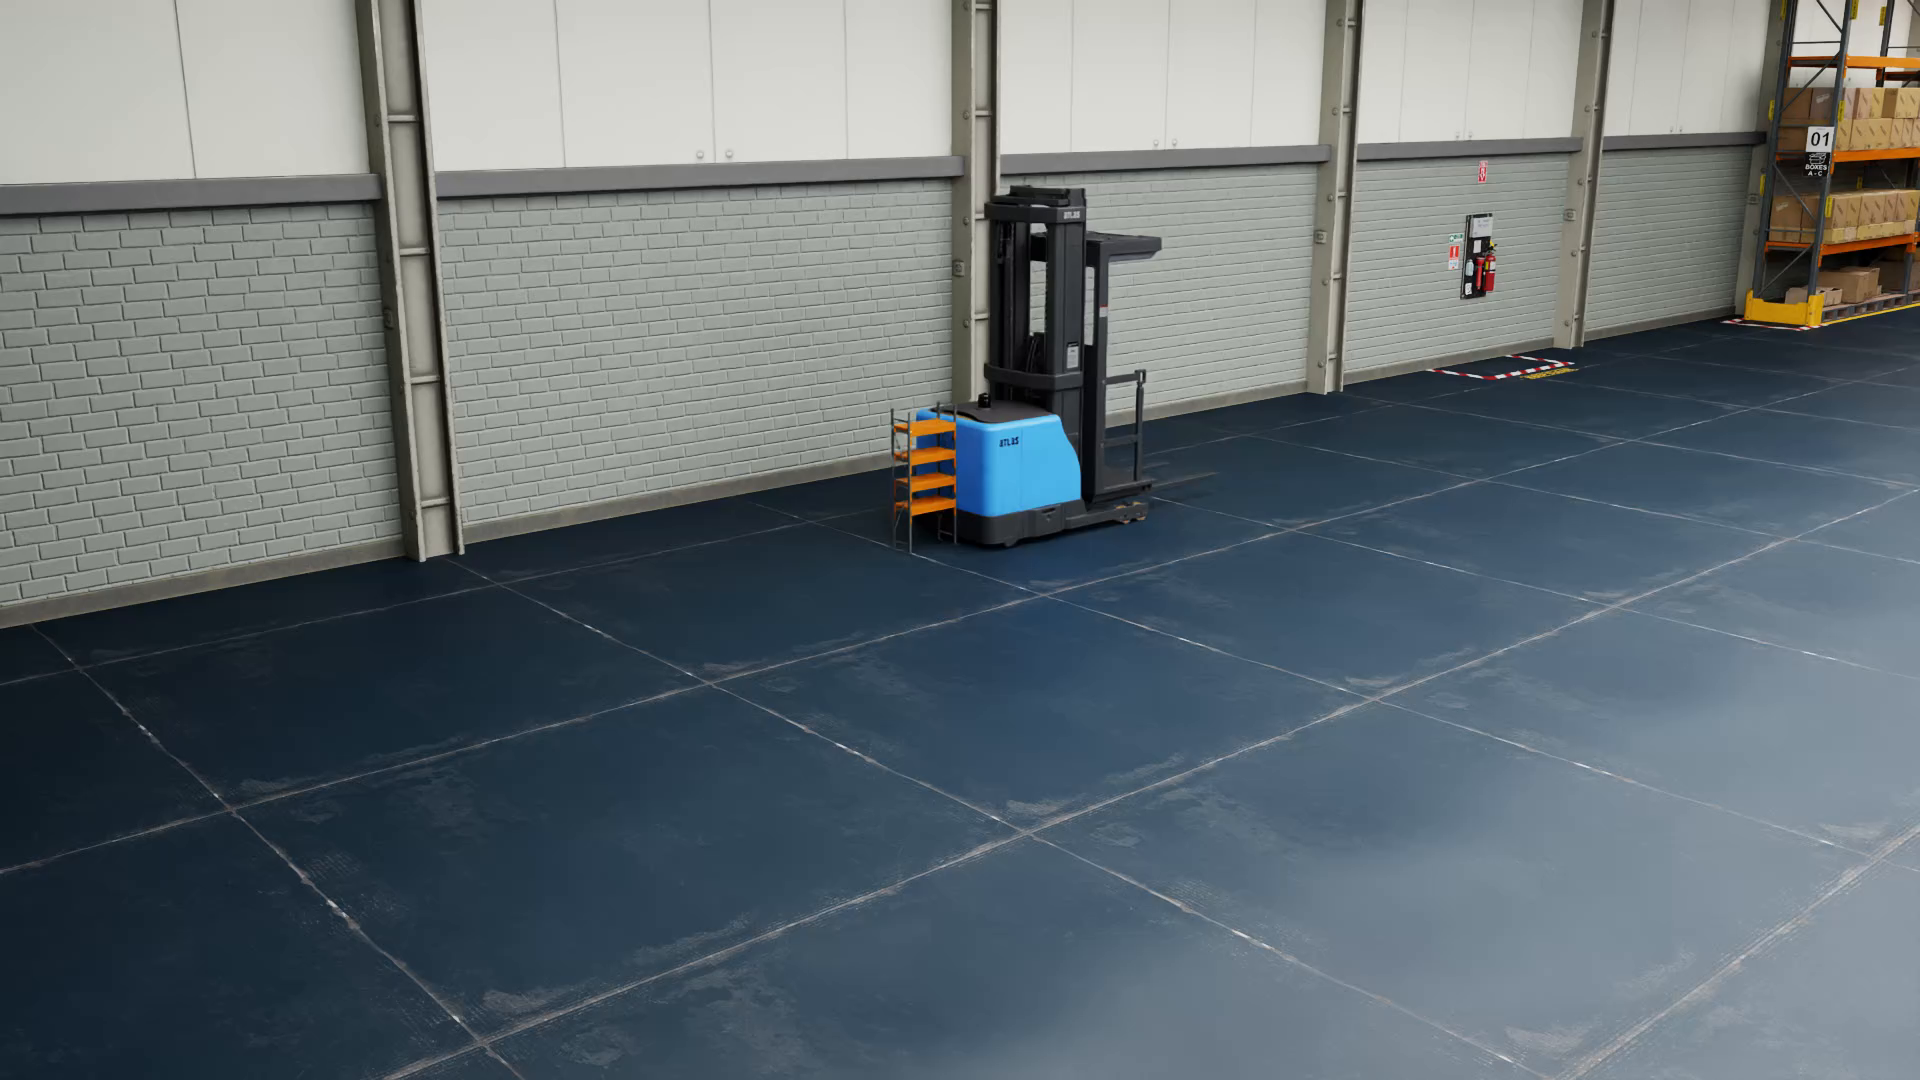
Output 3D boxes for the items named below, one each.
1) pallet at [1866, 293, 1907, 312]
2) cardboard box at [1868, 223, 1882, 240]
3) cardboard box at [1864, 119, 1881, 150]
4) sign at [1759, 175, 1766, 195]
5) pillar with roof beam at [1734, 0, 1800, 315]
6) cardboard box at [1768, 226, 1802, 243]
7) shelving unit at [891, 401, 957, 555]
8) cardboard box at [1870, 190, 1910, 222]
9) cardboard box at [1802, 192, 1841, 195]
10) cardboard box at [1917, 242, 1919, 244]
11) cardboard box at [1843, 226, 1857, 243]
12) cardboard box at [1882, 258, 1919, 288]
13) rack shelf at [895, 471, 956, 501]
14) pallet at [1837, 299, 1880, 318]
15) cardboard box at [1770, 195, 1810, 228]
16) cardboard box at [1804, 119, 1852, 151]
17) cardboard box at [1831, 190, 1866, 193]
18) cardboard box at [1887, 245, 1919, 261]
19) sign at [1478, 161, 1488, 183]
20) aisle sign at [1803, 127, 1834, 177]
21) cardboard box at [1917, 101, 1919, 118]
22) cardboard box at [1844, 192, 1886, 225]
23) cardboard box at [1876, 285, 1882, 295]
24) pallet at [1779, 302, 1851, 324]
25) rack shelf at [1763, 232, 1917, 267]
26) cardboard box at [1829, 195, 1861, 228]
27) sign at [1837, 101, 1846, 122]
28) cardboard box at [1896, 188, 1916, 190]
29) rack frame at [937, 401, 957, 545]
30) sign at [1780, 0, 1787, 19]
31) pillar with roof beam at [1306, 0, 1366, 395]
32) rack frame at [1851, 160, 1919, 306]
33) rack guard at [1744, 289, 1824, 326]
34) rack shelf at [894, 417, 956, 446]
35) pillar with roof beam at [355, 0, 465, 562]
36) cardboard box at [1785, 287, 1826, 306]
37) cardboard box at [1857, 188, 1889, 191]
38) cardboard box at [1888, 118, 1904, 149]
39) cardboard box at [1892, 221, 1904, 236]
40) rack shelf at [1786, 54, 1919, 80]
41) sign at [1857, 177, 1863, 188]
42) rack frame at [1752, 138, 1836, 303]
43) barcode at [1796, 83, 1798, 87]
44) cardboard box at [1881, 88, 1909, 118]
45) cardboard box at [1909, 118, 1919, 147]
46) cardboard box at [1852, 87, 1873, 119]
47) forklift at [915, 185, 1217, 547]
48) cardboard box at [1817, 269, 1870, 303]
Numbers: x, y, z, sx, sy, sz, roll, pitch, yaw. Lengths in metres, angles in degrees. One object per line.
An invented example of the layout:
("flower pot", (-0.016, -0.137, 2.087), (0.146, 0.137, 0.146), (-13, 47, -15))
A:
("pallet", (16.314, -4.322, 30.020), (1.213, 0.211, 1.003), (-13, 19, -39))
("cardboard box", (15.510, -5.331, 28.647), (0.500, 0.250, 0.500), (-12, 19, -39))
("cardboard box", (15.014, -6.800, 27.849), (0.500, 0.500, 0.500), (-12, 19, -37))
("sign", (13.431, -5.935, 27.802), (0.005, 0.325, 0.100), (-13, 19, -39))
("pillar with roof beam", (16.566, -7.459, 24.737), (0.400, 9.000, 9.100), (-13, 19, -39))
("cardboard box", (14.005, -5.166, 28.029), (0.500, 0.250, 0.500), (-12, 19, -39))
("shelving unit", (-0.298, -0.518, 13.863), (0.503, 1.200, 0.258), (-12, 19, -38))
("cardboard box", (16.271, -5.863, 29.186), (0.500, 0.500, 0.500), (-13, 20, -40))
("cardboard box", (14.770, -5.704, 28.592), (0.500, 0.500, 0.500), (-13, 20, -41))
("cardboard box", (18.450, -5.530, 31.677), (0.500, 0.250, 0.500), (-13, 20, -40))
("cardboard box", (14.739, -5.161, 28.009), (0.500, 0.250, 0.500), (-13, 20, -41))
("cardboard box", (17.699, -5.020, 31.221), (0.500, 0.500, 0.700), (-13, 20, -40))
("rack shelf", (-0.298, -0.453, 13.880), (0.480, 0.148, 0.258), (-12, 19, -38))
("pallet", (15.393, -4.114, 29.242), (1.213, 0.211, 1.003), (-13, 19, -39))
("cardboard box", (13.996, -5.533, 27.949), (0.500, 0.500, 0.500), (-13, 20, -40))
("cardboard box", (14.197, -6.627, 27.202), (0.500, 0.500, 0.500), (-12, 19, -38))
("cardboard box", (15.534, -5.880, 29.248), (0.500, 0.500, 0.500), (-12, 19, -38))
("cardboard box", (17.672, -5.360, 31.041), (0.500, 0.250, 0.500), (-13, 20, -41))
("sign", (7.253, -5.109, 23.073), (0.199, 0.298, 0.001), (-13, 19, -39))
("aisle sign", (13.923, -6.297, 26.975), (0.004, 0.787, 0.394), (-13, 19, -39))
("cardboard box", (16.598, -7.642, 29.065), (0.500, 0.500, 0.500), (14, 20, 42))
("cardboard box", (15.492, -5.692, 28.544), (0.500, 0.500, 0.500), (-12, 19, -38))
("cardboard box", (16.414, -4.537, 30.059), (0.380, 0.166, 0.250), (13, 20, 40))
("pallet", (14.474, -3.908, 28.472), (1.213, 0.211, 1.003), (-13, 19, -39))
("rack shelf", (15.289, -5.103, 28.936), (4.000, 0.370, 1.077), (-13, 19, -39))
("cardboard box", (14.717, -5.515, 27.885), (0.500, 0.500, 0.500), (-13, 19, -39))
("sign", (14.136, -6.878, 26.680), (0.005, 0.325, 0.100), (-13, 19, -39))
("cardboard box", (17.630, -6.223, 30.689), (0.500, 0.500, 0.700), (-10, 18, -34))
("rack frame", (-0.111, -0.558, 14.014), (0.015, 1.200, 0.240), (-12, 19, -38))
("sign", (13.431, -8.649, 27.077), (0.005, 0.325, 0.100), (-13, 19, -39))
("pillar with roof beam", (7.514, -5.426, 17.127), (0.400, 9.000, 9.100), (-13, 19, -39))
("rack frame", (16.798, -5.789, 30.112), (0.127, 3.000, 1.000), (-13, 19, -39))
("rack guard", (13.837, -3.917, 27.946), (0.348, 0.500, 1.175), (-13, 19, -39))
("rack shelf", (-0.298, -0.897, 13.761), (0.480, 0.148, 0.258), (-12, 19, -38))
("pillar with roof beam", (-1.539, -3.393, 9.517), (0.400, 9.000, 9.100), (-13, 19, -39))
("cardboard box", (14.361, -4.125, 28.238), (0.500, 0.311, 0.500), (13, 20, 41))
("cardboard box", (16.306, -6.050, 29.886), (0.500, 0.500, 0.500), (-13, 20, -41))
("cardboard box", (15.796, -6.978, 28.518), (0.500, 0.500, 0.500), (-14, 20, -41))
("cardboard box", (16.258, -5.505, 29.297), (0.500, 0.250, 0.500), (-13, 19, -39))
("rack shelf", (15.289, -8.000, 28.162), (4.000, 0.370, 1.077), (-13, 19, -39))
("sign", (16.431, -6.456, 30.364), (0.005, 0.325, 0.100), (-13, 19, -39))
("rack frame", (13.780, -5.112, 27.575), (0.127, 3.000, 1.000), (-13, 19, -39))
("barcode", (13.988, -7.600, 27.783), (0.075, 0.075, 0.001), (-13, 19, -39))
("cardboard box", (15.804, -7.457, 28.371), (0.500, 0.500, 0.500), (-14, 20, -41))
("cardboard box", (16.577, -7.162, 29.207), (0.500, 0.500, 0.500), (-12, 19, -38))
("cardboard box", (14.642, -7.195, 27.392), (0.500, 0.500, 0.500), (-13, 20, -40))
("forklift", (1.063, -1.650, 14.748), (3.031, 2.935, 1.130), (-12, 19, -38))
("cardboard box", (15.377, -4.427, 29.004), (0.500, 0.500, 0.700), (-14, 21, -43))
